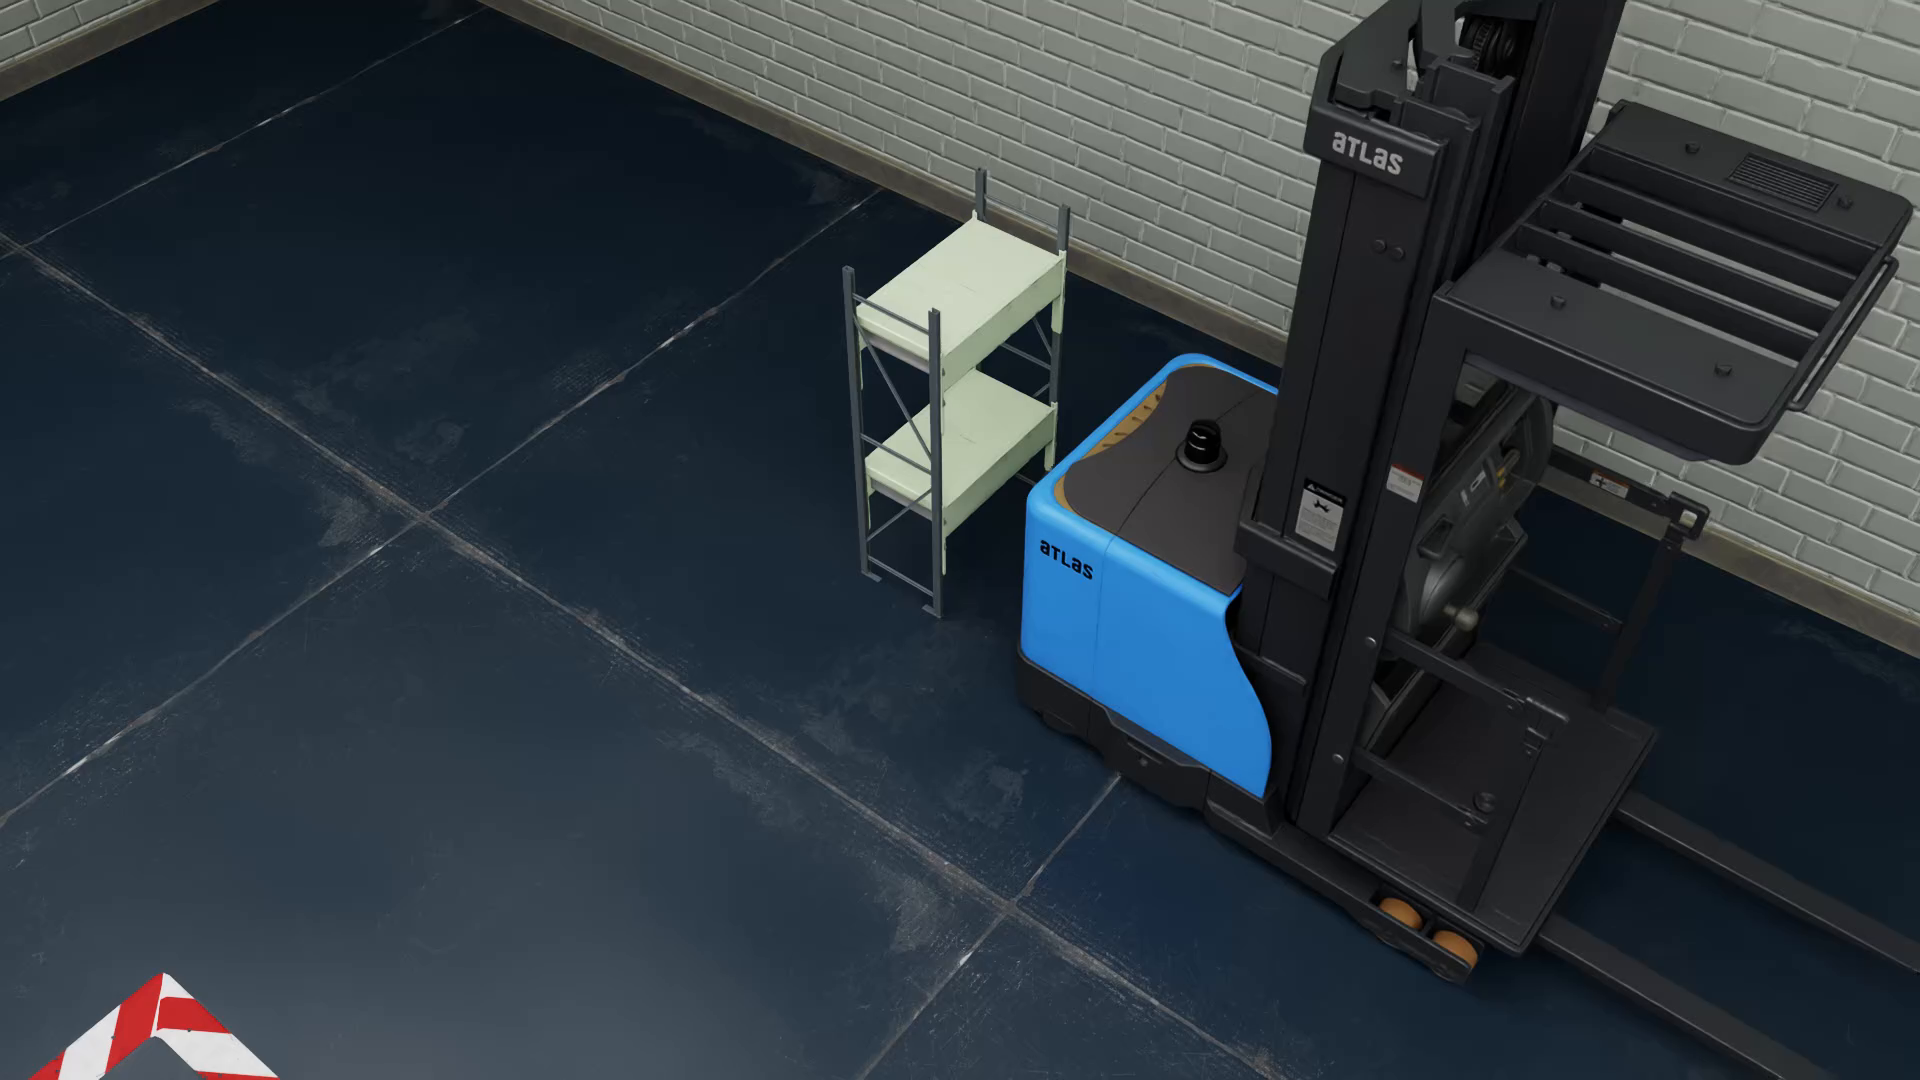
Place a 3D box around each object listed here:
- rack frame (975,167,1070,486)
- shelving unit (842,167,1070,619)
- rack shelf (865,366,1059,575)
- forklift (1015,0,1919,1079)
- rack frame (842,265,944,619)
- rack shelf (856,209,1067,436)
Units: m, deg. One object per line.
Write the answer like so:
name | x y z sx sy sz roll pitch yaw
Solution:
rack frame | 0.220 -0.724 6.404 0.400 1.500 0.023 29 53 25
shelving unit | -0.004 -0.514 6.204 0.431 1.500 0.755 29 53 25
rack shelf | -0.004 -0.289 6.440 0.431 0.370 0.720 29 53 25
forklift | 1.671 -0.026 4.748 3.031 2.935 1.130 30 53 25
rack frame | -0.228 -0.305 6.004 0.400 1.500 0.023 29 53 25
rack shelf | -0.004 -0.784 5.922 0.431 0.370 0.720 29 53 25
